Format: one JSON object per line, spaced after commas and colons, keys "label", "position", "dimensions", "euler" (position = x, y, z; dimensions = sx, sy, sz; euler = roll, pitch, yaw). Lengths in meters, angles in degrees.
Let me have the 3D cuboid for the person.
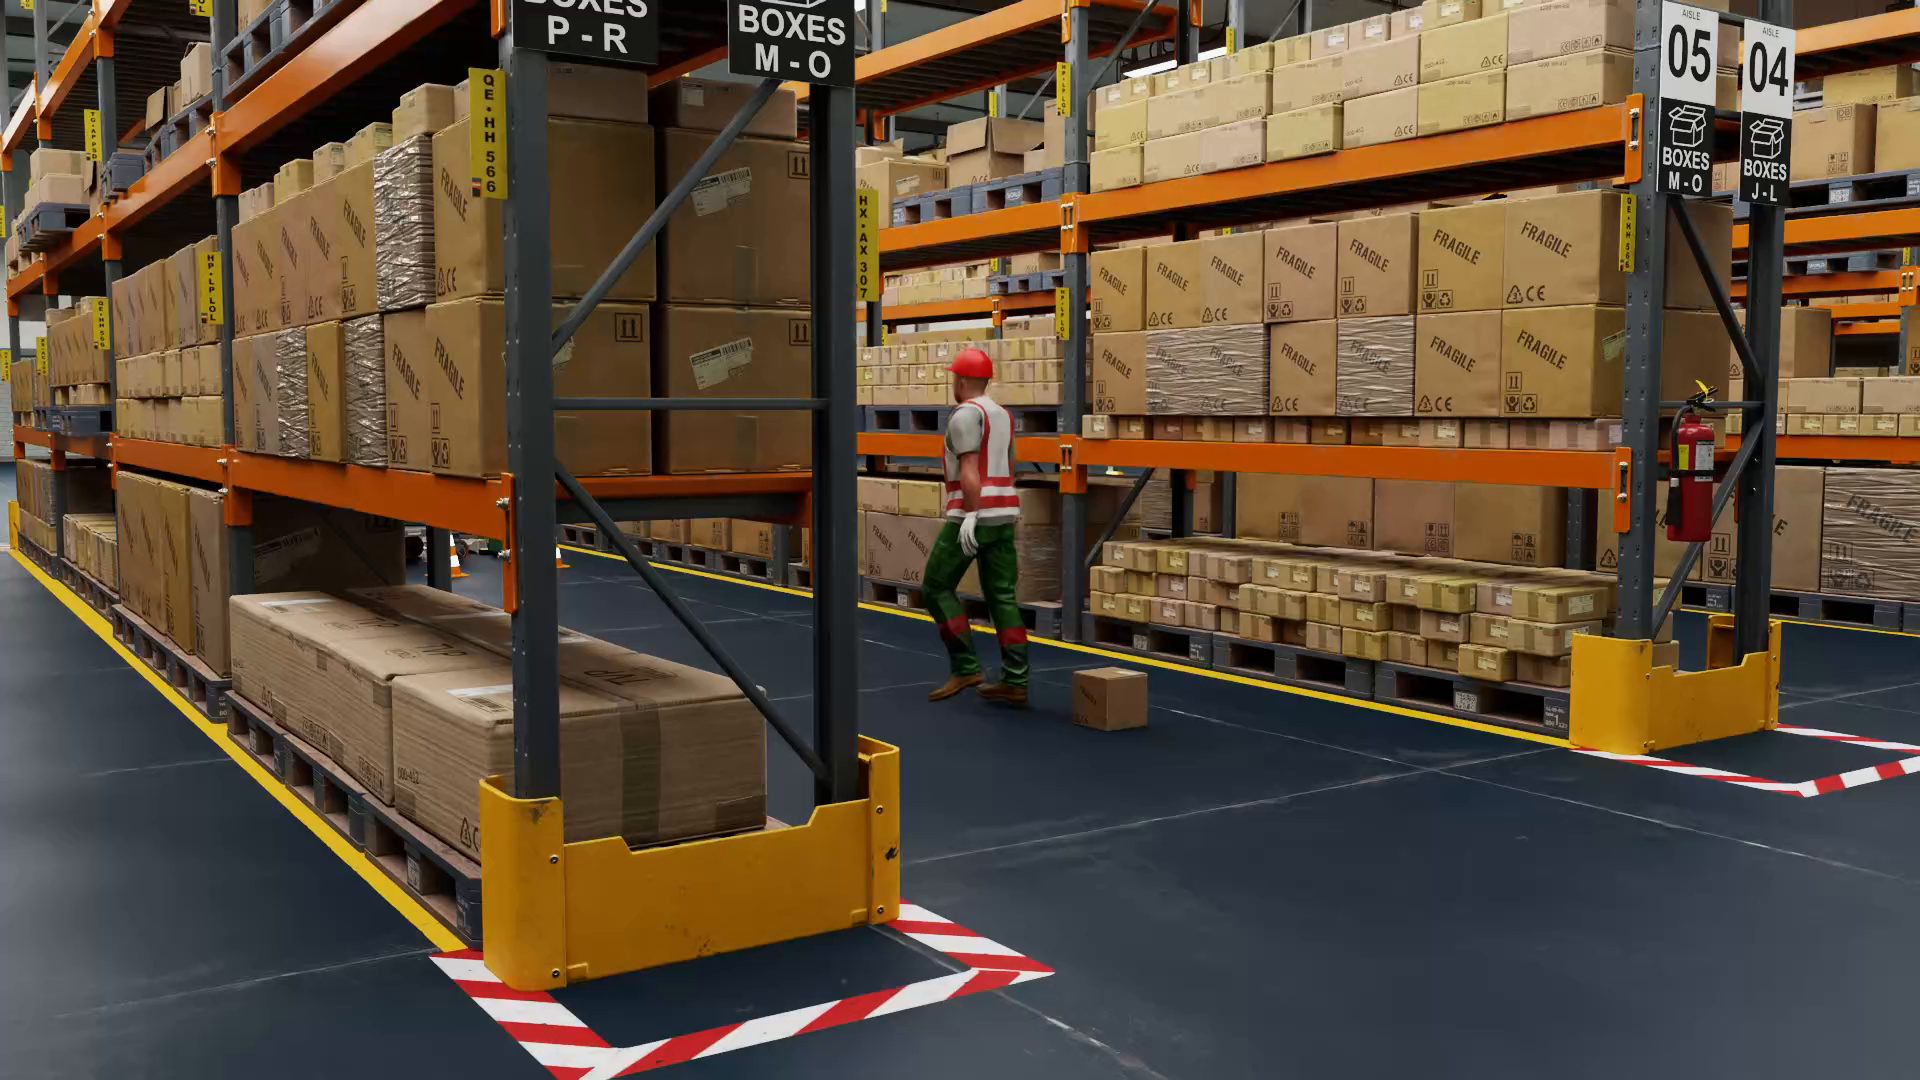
{"label": "person", "position": [0.117, -0.074, 8.382], "dimensions": [0.535, 1.780, 0.579], "euler": [3, 6, 37]}
